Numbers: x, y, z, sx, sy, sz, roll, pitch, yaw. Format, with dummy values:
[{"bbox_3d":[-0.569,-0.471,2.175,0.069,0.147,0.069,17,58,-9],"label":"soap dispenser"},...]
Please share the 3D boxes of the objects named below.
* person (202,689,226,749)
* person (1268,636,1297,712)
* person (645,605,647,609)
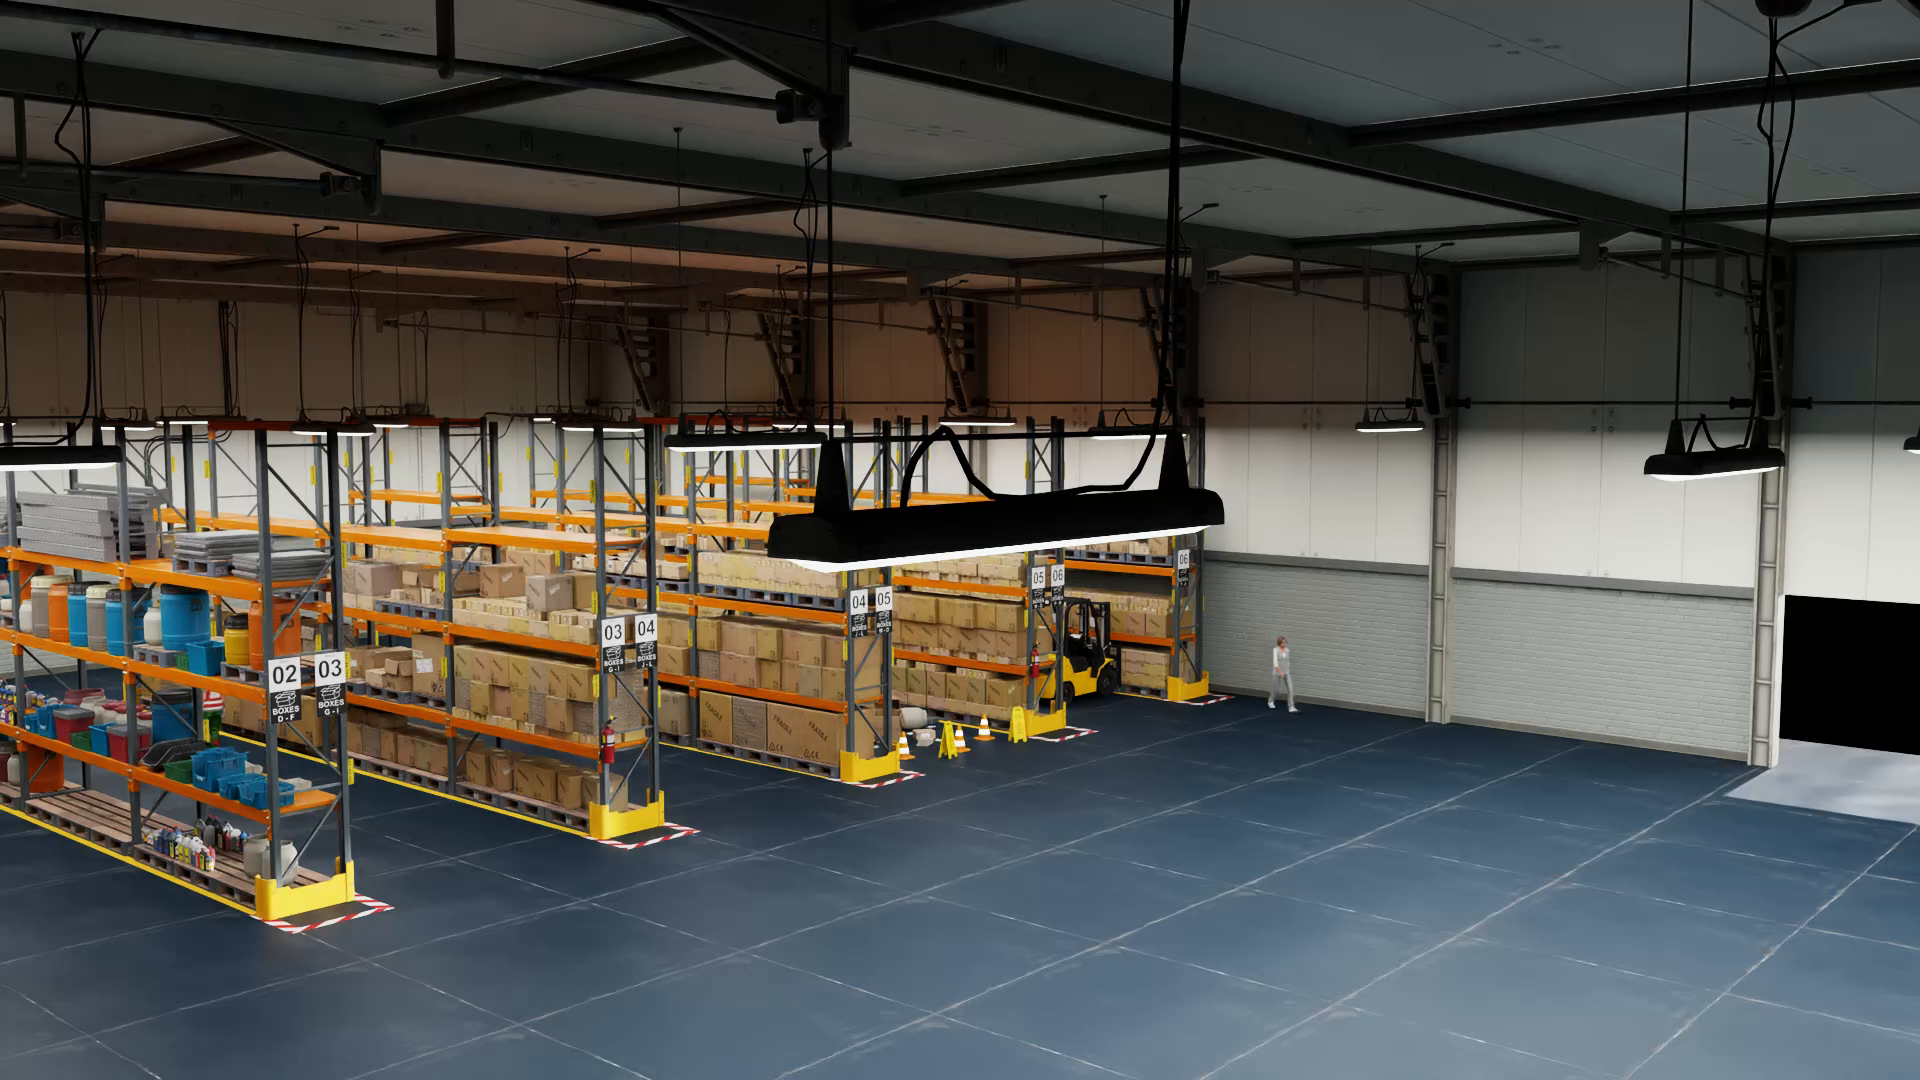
[{"bbox_3d":[-13.148,3.004,29.235,0.485,1.784,0.593,3,6,32],"label":"person"},{"bbox_3d":[6.606,2.733,34.052,0.444,1.553,0.765,0,5,-6],"label":"person"},{"bbox_3d":[-6.999,2.329,37.478,0.478,1.761,0.611,4,6,42],"label":"person"}]
